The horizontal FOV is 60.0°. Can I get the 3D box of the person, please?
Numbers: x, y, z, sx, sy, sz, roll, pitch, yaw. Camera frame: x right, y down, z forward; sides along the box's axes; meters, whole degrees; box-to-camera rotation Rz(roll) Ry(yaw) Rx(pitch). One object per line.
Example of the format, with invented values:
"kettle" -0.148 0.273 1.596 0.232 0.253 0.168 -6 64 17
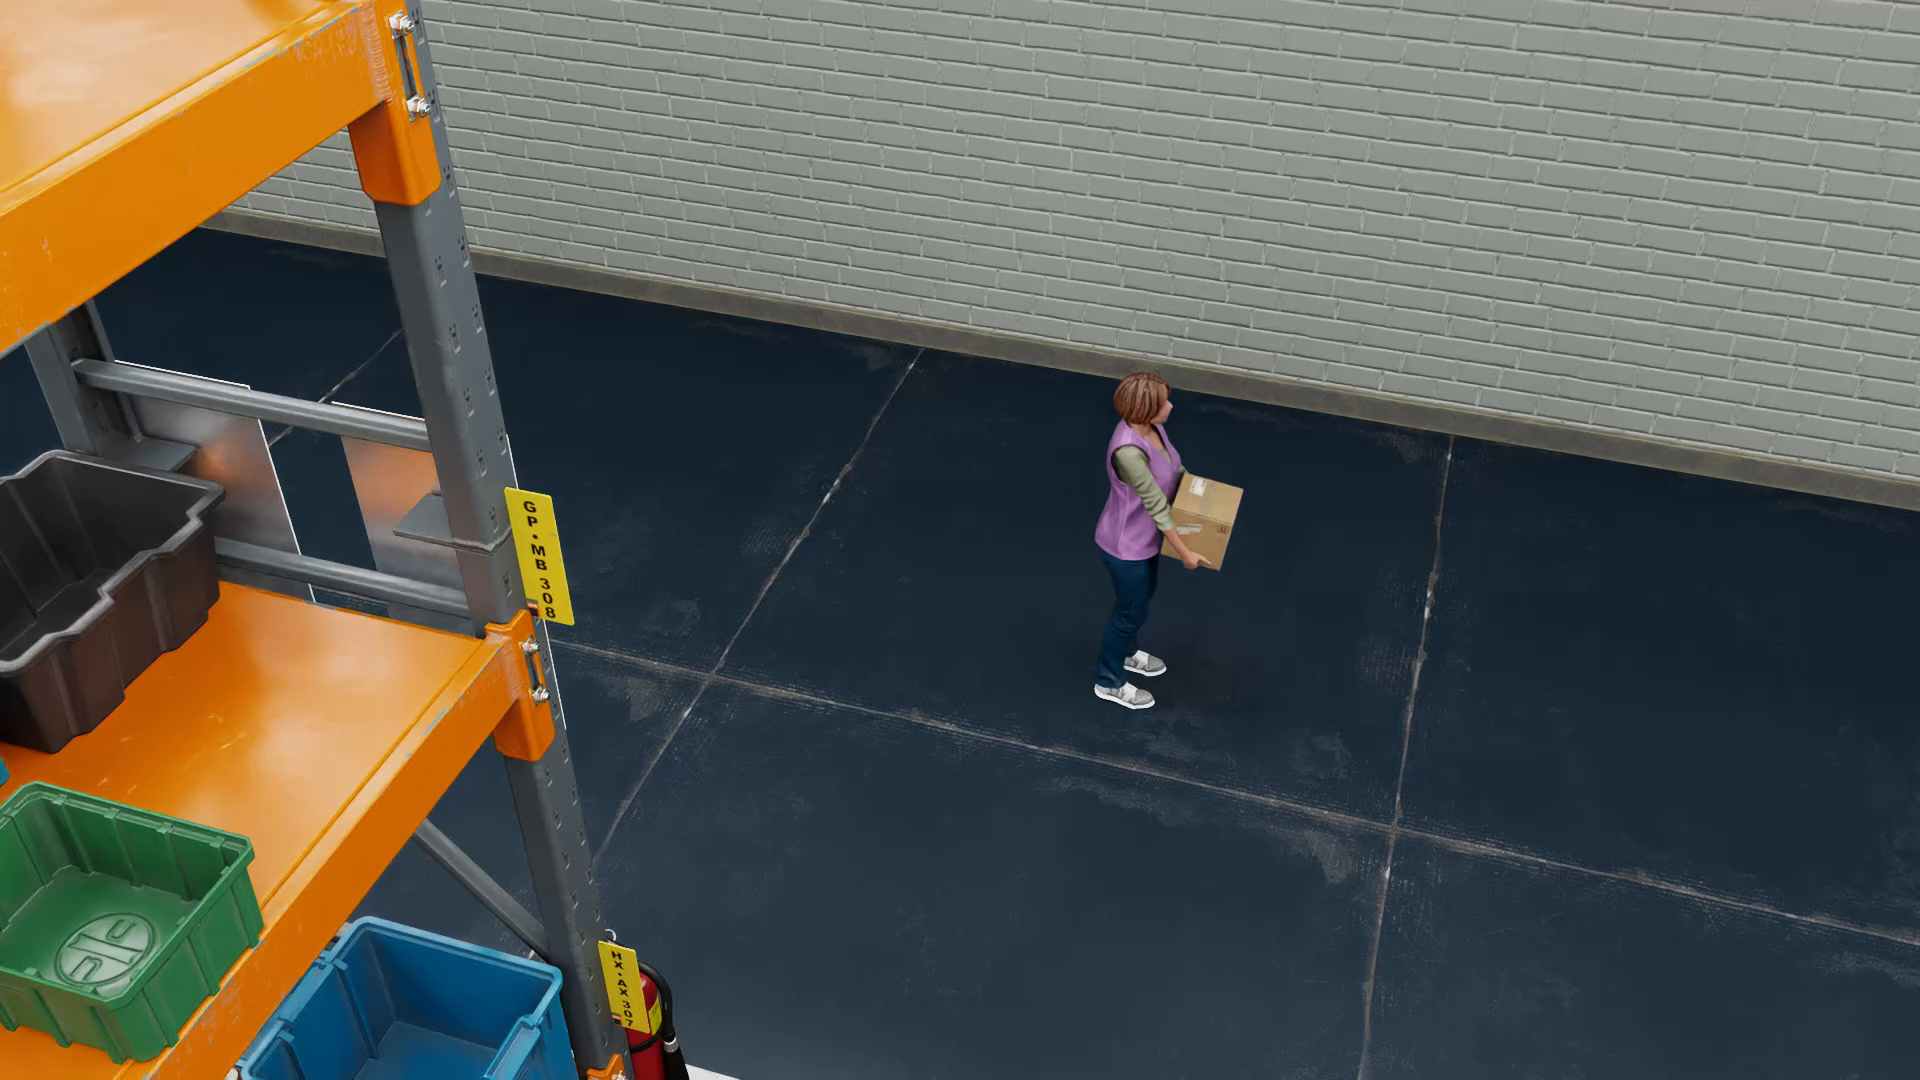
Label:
"person" 0.744 0.088 6.972 0.362 1.374 0.375 11 39 13
